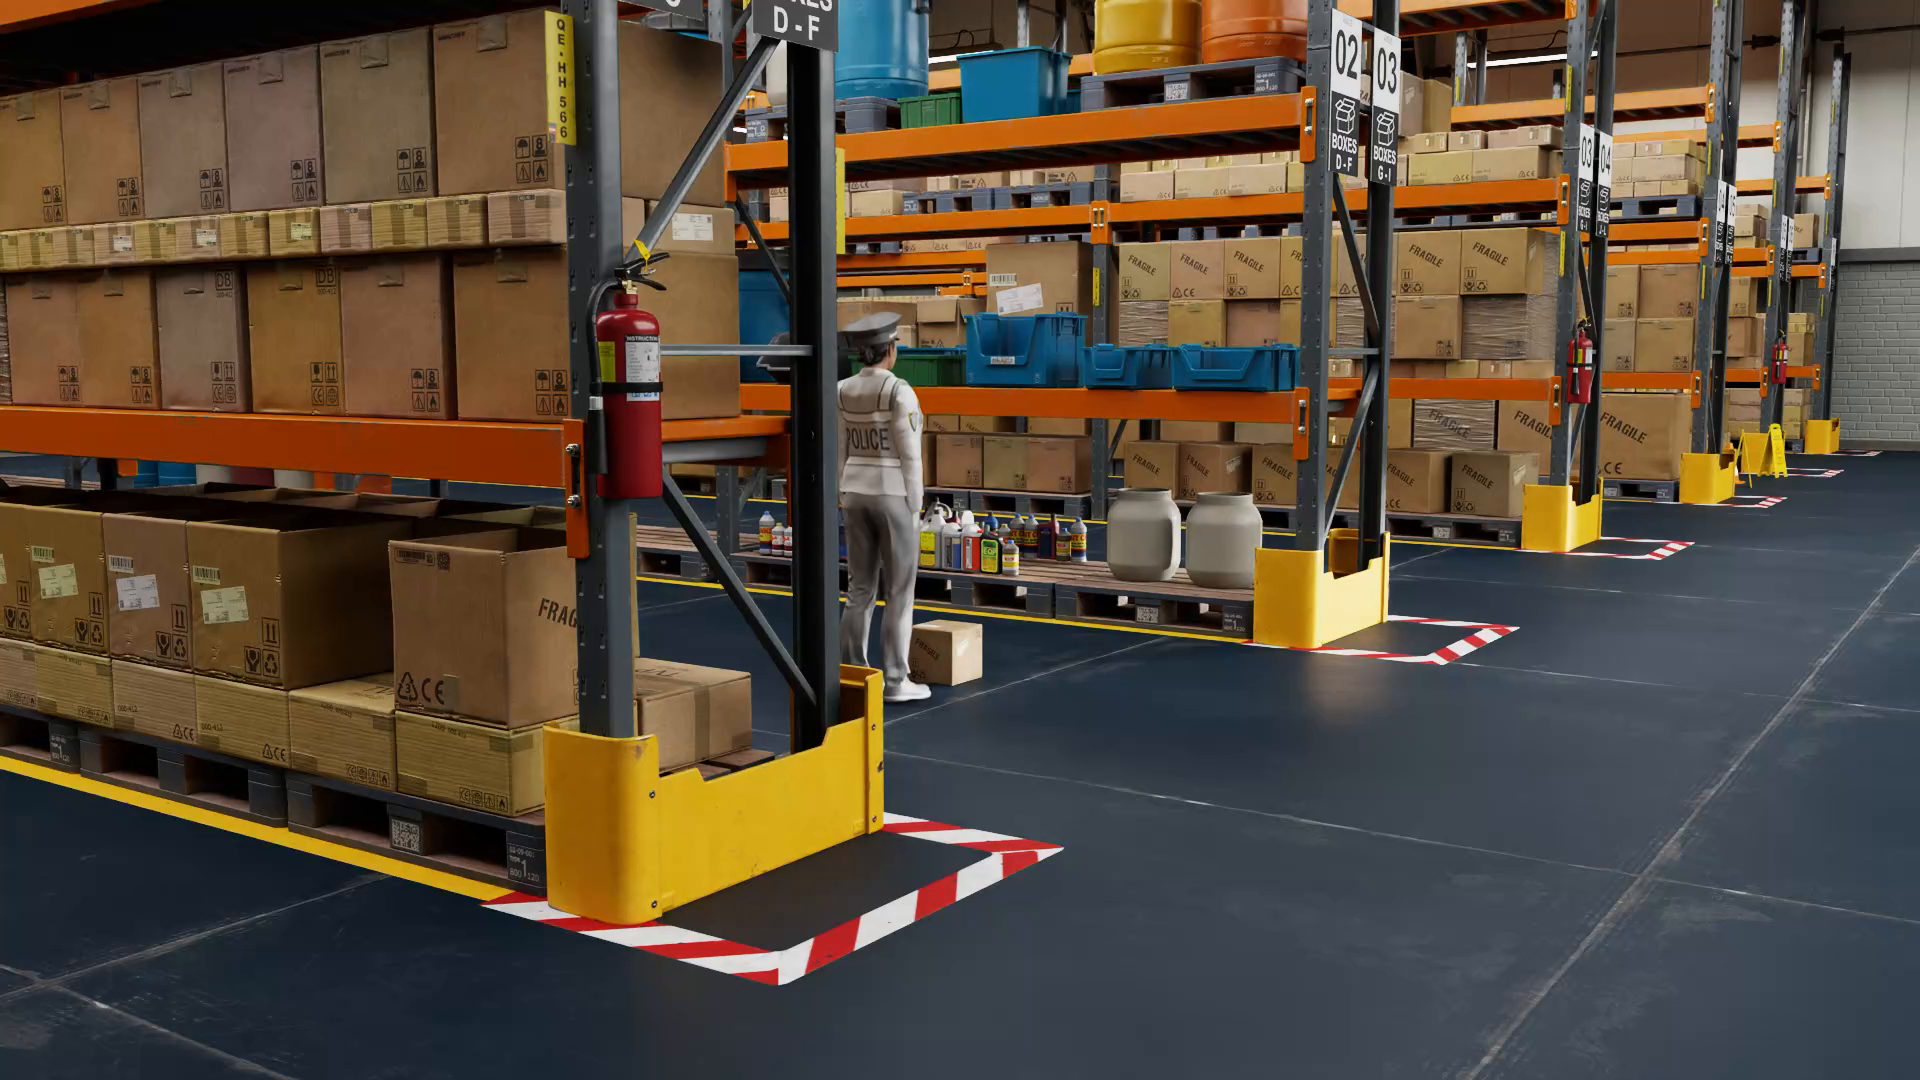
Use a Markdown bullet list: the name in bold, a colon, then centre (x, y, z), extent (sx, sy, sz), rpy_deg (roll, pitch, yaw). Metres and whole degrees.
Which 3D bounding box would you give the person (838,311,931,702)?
- **person**: centre (-0.347, -0.146, 7.228), extent (0.467, 1.686, 0.345), rpy_deg (5, 8, 35)
